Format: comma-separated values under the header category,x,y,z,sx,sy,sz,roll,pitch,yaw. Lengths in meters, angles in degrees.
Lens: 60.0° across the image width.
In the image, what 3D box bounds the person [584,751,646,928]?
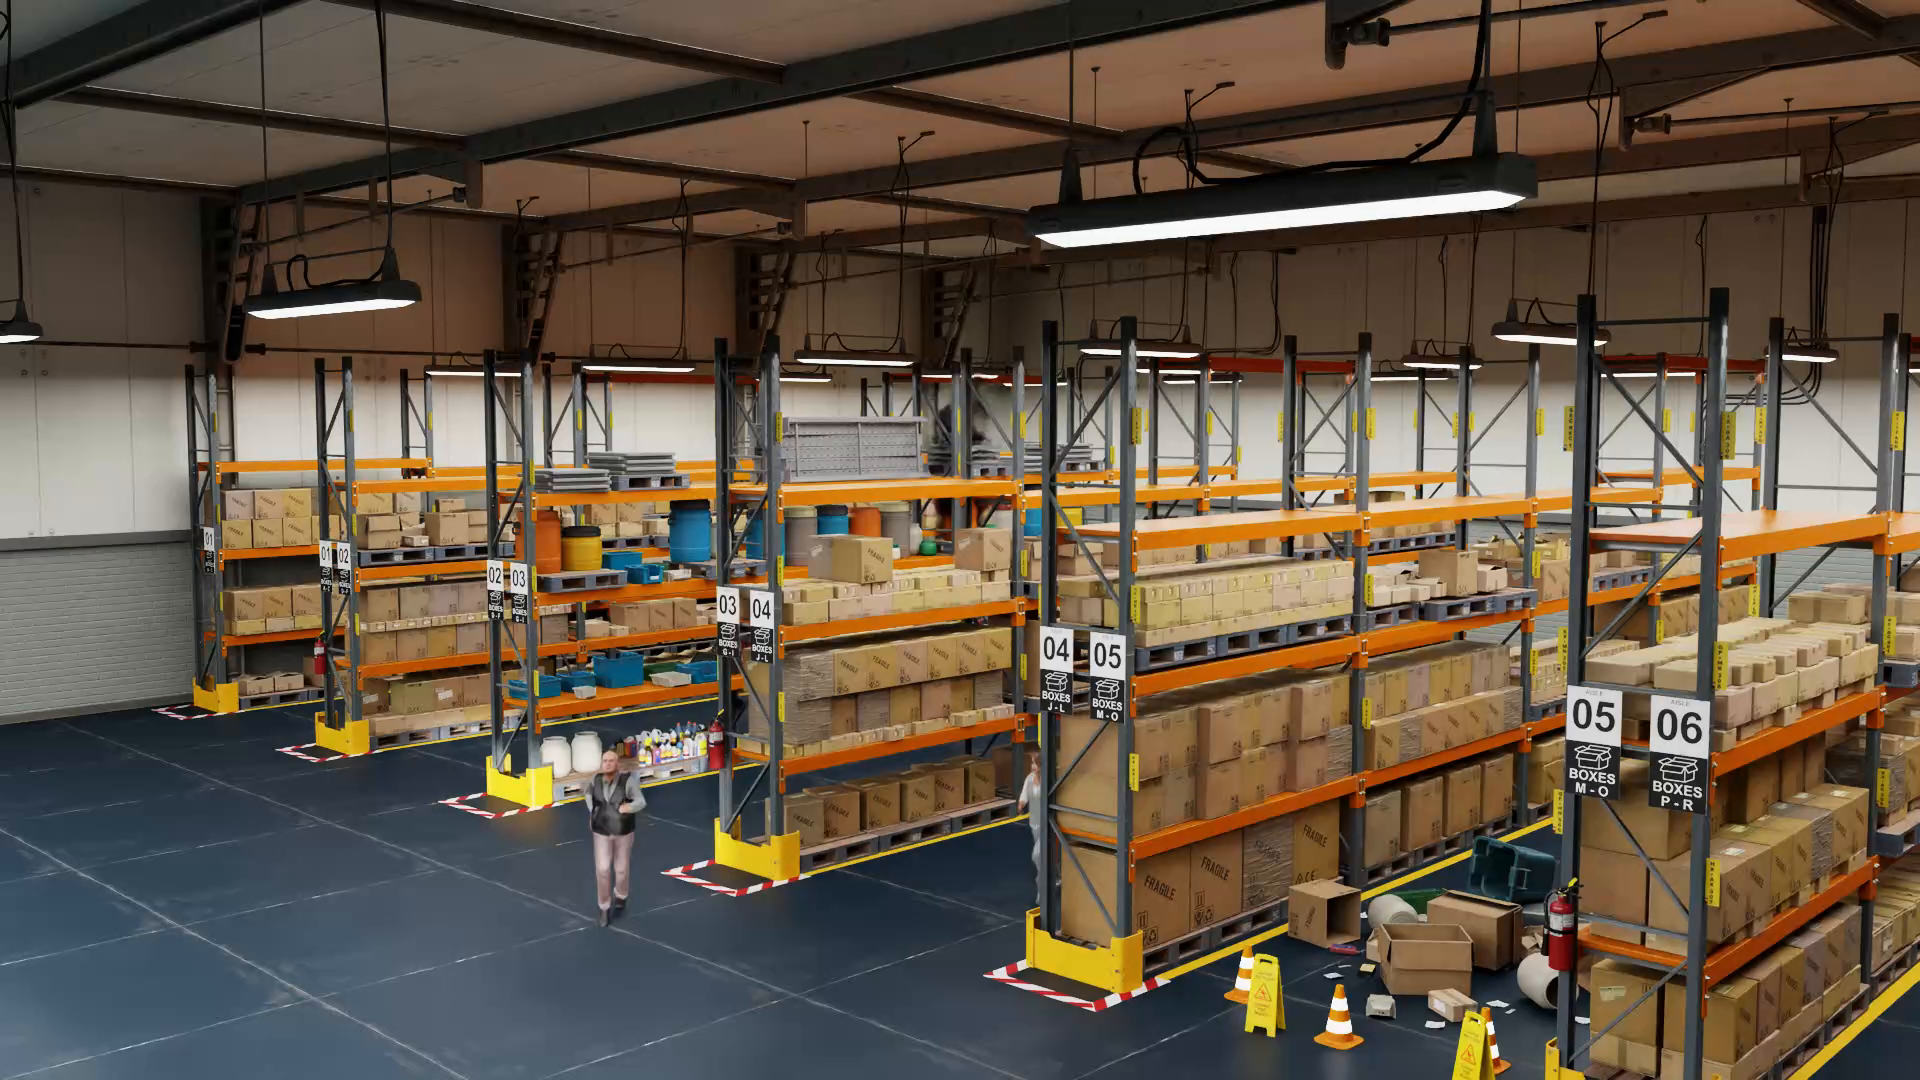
category,x,y,z,sx,sy,sz,roll,pitch,yaw
person,-3.514,3.015,16.909,0.650,1.762,0.783,0,4,-5

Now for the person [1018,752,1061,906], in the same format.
category,x,y,z,sx,sy,sz,roll,pitch,yaw
person,0.901,3.023,17.506,0.546,1.596,0.815,4,6,40

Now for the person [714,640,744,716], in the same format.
category,x,y,z,sx,sy,sz,roll,pitch,yaw
person,-3.771,2.189,27.029,0.606,1.643,0.925,3,5,33
